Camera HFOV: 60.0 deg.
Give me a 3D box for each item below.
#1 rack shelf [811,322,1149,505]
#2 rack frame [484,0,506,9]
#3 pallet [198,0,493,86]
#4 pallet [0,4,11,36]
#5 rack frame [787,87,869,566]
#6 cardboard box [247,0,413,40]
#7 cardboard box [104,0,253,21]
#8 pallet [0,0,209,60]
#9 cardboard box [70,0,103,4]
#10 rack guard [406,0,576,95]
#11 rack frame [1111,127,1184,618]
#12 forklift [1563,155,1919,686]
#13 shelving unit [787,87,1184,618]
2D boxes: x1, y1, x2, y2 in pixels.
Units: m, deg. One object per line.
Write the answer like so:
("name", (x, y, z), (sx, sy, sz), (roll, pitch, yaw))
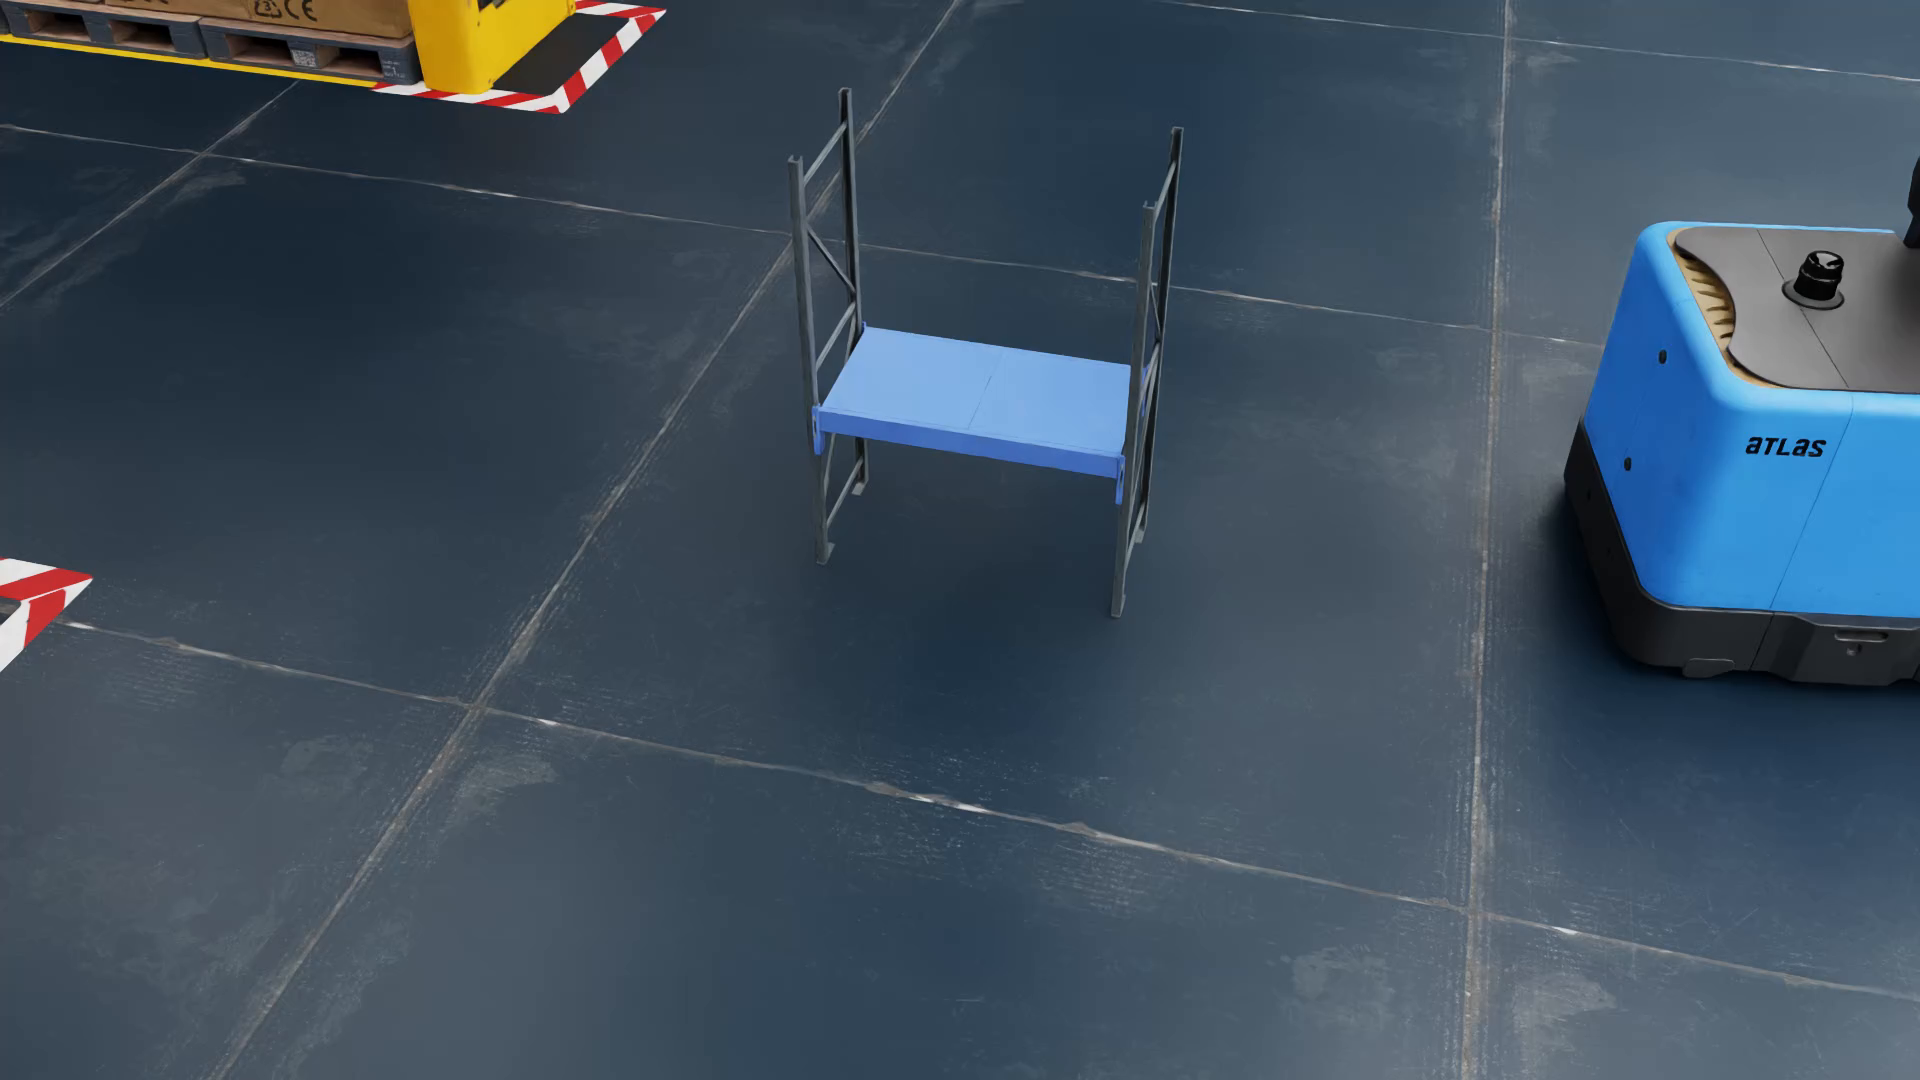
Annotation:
("rack shelf", (0.082, -0.422, 5.366), (1.000, 0.185, 0.538), (10, 41, 11))
("rack frame", (-2.463, -3.794, 7.935), (0.127, 3.000, 1.000), (10, 41, 11))
("pallet", (-3.256, -2.810, 8.932), (1.213, 0.211, 1.003), (10, 41, 11))
("pallet", (-5.613, -3.216, 9.415), (1.213, 0.211, 1.003), (10, 41, 11))
("rack frame", (-0.409, -0.645, 5.351), (0.032, 1.500, 0.500), (10, 41, 11))
("cardboard box", (-3.135, -3.213, 8.569), (0.875, 0.875, 0.875), (10, 41, 12))
("cardboard box", (-3.986, -3.358, 8.741), (0.875, 0.875, 0.875), (9, 41, 11))
("pallet", (-4.431, -3.015, 9.175), (1.213, 0.211, 1.003), (10, 41, 11))
("cardboard box", (-4.866, -3.511, 8.923), (0.875, 0.875, 0.875), (10, 41, 12))
("rack guard", (-2.440, -2.833, 8.734), (0.348, 0.500, 1.175), (10, 41, 11))
("rack frame", (0.573, -0.476, 5.150), (0.032, 1.500, 0.500), (10, 41, 11))
("forklift", (3.620, -0.941, 4.592), (3.031, 2.935, 1.130), (3, 40, 3))
("shelving unit", (0.082, -0.560, 5.251), (1.048, 1.500, 0.538), (10, 41, 11))
